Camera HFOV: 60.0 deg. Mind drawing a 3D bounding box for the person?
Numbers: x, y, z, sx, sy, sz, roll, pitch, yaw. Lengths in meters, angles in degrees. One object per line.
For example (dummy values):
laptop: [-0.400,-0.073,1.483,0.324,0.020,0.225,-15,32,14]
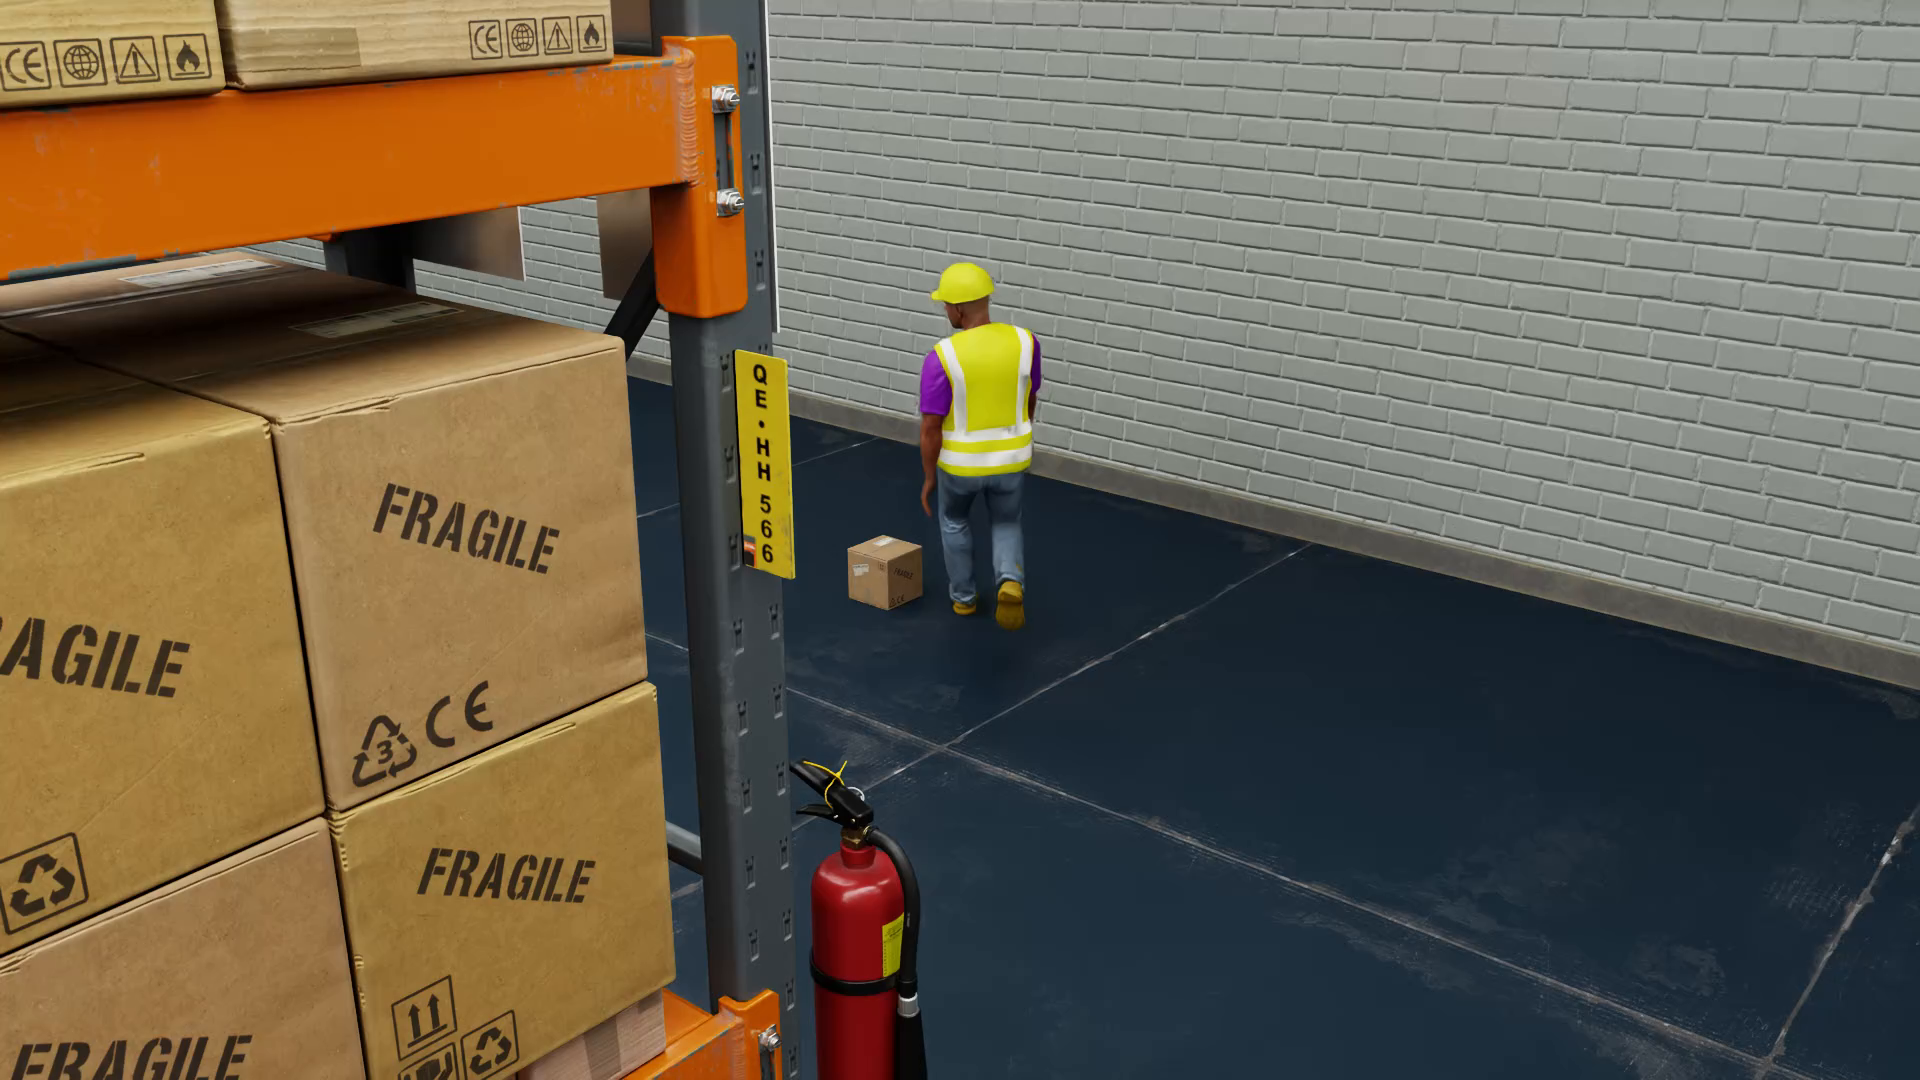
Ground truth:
person: [0.056,-0.400,7.267,0.561,1.675,0.801,-5,21,-14]
